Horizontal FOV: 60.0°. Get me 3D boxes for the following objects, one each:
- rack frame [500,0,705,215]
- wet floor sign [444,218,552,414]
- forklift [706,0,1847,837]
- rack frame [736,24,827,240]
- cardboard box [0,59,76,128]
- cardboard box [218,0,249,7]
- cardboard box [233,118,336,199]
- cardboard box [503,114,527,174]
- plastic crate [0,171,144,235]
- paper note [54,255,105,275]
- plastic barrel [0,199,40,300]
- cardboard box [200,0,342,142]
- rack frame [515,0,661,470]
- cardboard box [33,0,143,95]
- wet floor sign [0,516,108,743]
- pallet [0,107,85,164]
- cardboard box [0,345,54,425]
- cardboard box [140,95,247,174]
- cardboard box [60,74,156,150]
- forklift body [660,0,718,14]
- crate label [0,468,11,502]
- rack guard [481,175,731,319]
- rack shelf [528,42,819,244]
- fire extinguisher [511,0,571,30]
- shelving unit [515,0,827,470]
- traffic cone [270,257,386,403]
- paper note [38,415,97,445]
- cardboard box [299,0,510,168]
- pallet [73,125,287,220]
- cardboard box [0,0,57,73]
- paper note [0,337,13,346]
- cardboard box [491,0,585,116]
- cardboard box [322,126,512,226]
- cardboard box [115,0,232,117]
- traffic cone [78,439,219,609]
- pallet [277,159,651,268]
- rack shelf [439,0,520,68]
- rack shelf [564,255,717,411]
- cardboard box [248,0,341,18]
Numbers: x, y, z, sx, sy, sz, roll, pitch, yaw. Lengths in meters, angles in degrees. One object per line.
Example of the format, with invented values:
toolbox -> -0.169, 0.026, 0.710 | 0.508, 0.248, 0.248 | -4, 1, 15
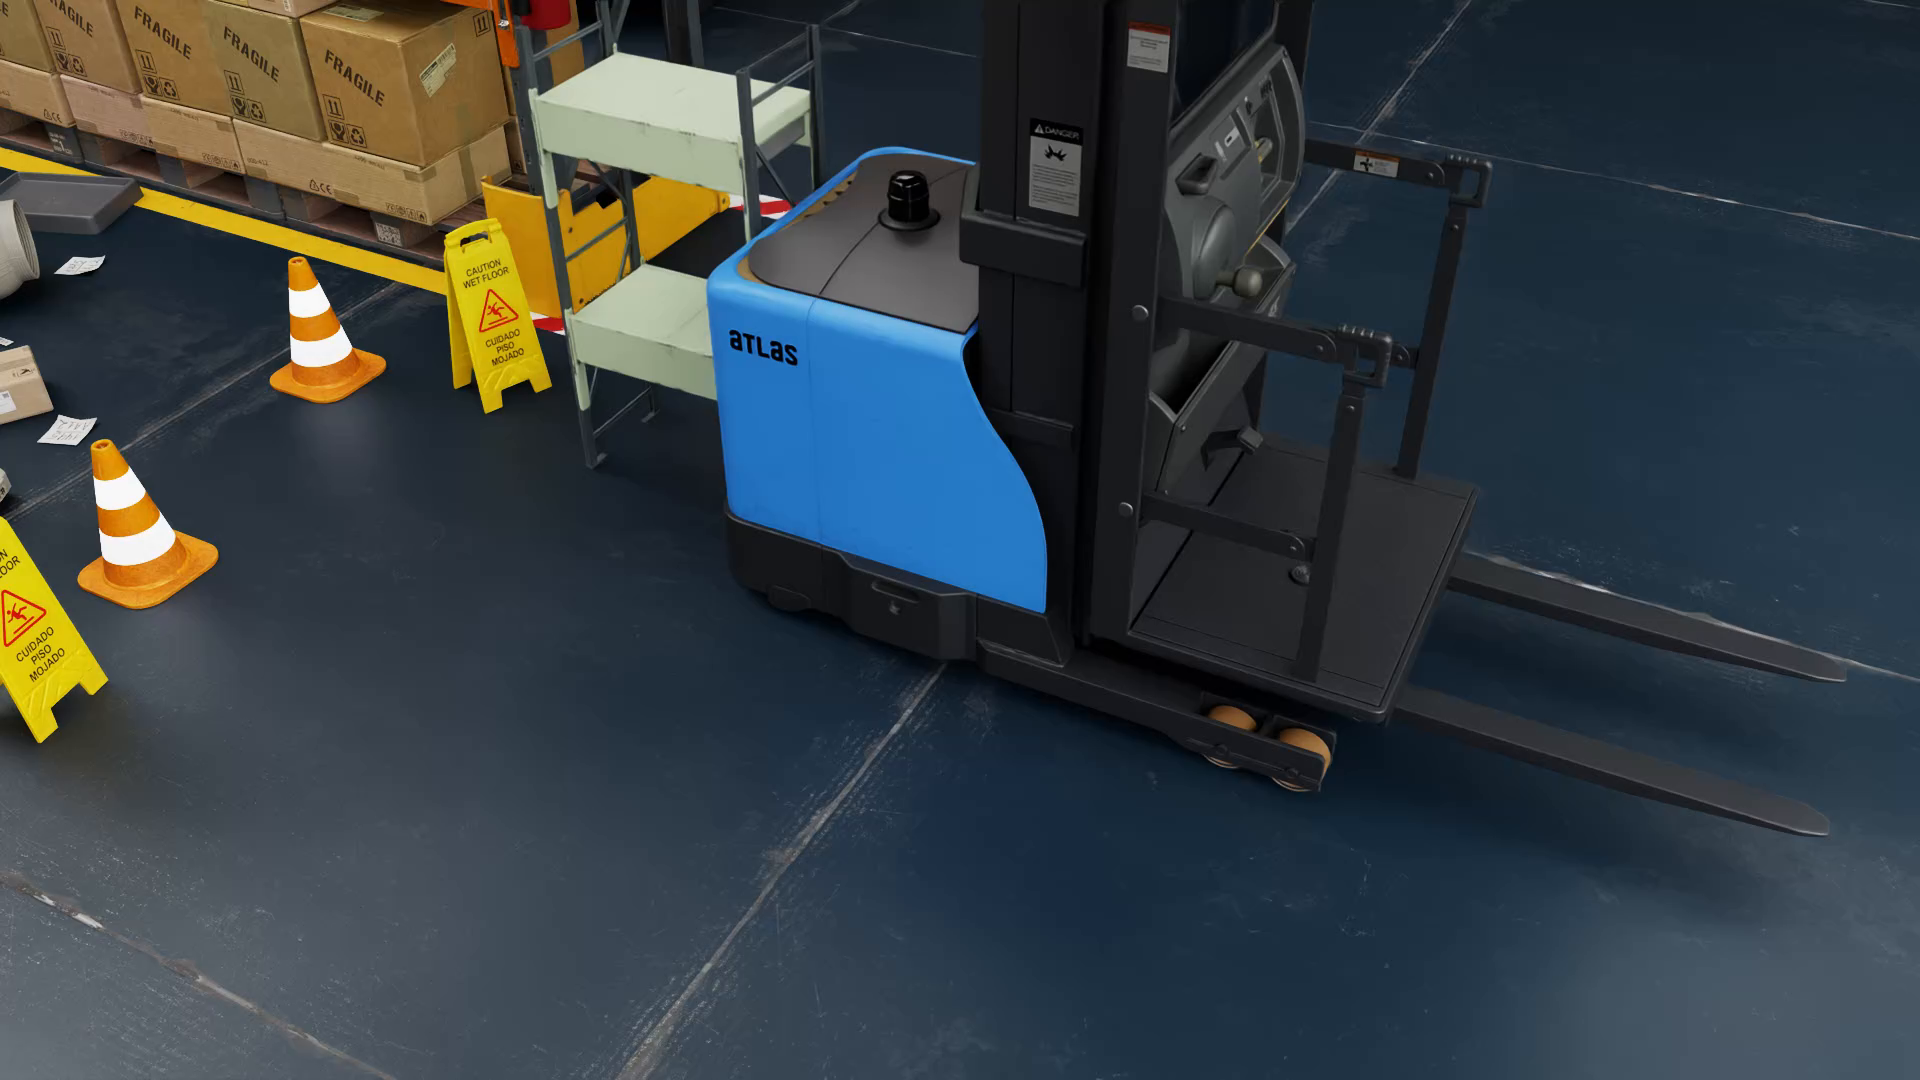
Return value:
rack frame -> -1.318, -2.369, 5.891 | 0.127, 3.000, 1.000 | 17, 41, 21
wet floor sign -> -1.641, -0.804, 5.776 | 0.267, 0.644, 0.232 | -29, 46, -33
forklift -> 0.858, -0.875, 3.978 | 3.031, 2.935, 1.130 | 17, 40, 21
rack frame -> -0.495, -0.746, 4.992 | 0.023, 1.500, 0.400 | 17, 40, 21
cardboard box -> -3.991, -2.102, 7.466 | 0.500, 0.250, 0.500 | 20, 41, 24
cardboard box -> -2.728, -2.219, 6.462 | 0.250, 0.149, 0.380 | 18, 41, 22
cardboard box -> -2.616, -1.670, 6.896 | 0.500, 0.250, 0.500 | 18, 41, 22
cardboard box -> -1.907, -1.814, 7.086 | 0.500, 0.250, 0.500 | 17, 40, 21
plastic crate -> -3.853, -1.442, 7.083 | 0.583, 0.080, 0.402 | 4, 37, 6
paper note -> -3.536, -1.109, 6.686 | 0.148, 0.019, 0.142 | 4, 37, 6
plastic barrel -> -3.848, -1.105, 6.355 | 0.512, 0.421, 0.421 | -14, 39, -18
cardboard box -> -2.614, -1.966, 6.666 | 0.500, 0.500, 0.500 | 19, 41, 23
rack frame -> -1.150, -0.943, 5.252 | 0.023, 1.500, 0.400 | 17, 40, 21
cardboard box -> -3.530, -2.256, 7.047 | 0.500, 0.500, 0.500 | 20, 41, 24
wet floor sign -> -2.568, 0.199, 4.454 | 0.232, 0.644, 0.267 | 11, 38, 14
pallet -> -4.257, -2.203, 7.978 | 1.213, 0.211, 1.003 | 17, 41, 21
cardboard box -> -3.410, -0.514, 5.804 | 0.380, 0.149, 0.250 | -21, 42, -25
cardboard box -> -3.083, -1.813, 7.084 | 0.500, 0.250, 0.500 | 16, 40, 20
cardboard box -> -3.519, -1.956, 7.273 | 0.500, 0.250, 0.500 | 17, 40, 21
forklift body -> -1.561, -4.245, 9.064 | 1.214, 2.155, 2.313 | 17, 41, 21
crate label -> -3.228, -0.151, 5.336 | 0.298, 0.136, 0.250 | -2, 37, -2
rack guard -> -1.385, -1.395, 6.674 | 0.348, 0.500, 1.175 | 17, 41, 21
rack shelf -> -0.823, -1.156, 4.886 | 0.720, 0.370, 0.431 | 17, 40, 21
fire extinguisher -> -1.428, -2.059, 5.546 | 0.183, 0.674, 0.296 | 17, 41, 21
shelving unit -> -0.823, -0.845, 5.122 | 0.755, 1.500, 0.431 | 17, 40, 21
traffic cone -> -2.293, -0.786, 5.903 | 0.334, 0.463, 0.336 | 17, 41, 21
paper note -> -3.073, -0.381, 5.727 | 0.142, 0.019, 0.148 | 4, 37, 6
cardboard box -> -2.149, -1.823, 6.477 | 0.500, 0.500, 0.500 | 18, 41, 22
pallet -> -3.170, -1.865, 7.532 | 1.213, 0.211, 1.003 | 17, 41, 21
cardboard box -> -3.989, -2.401, 7.239 | 0.500, 0.500, 0.500 | 19, 41, 23
paper note -> -3.600, -0.749, 6.229 | 0.123, 0.001, 0.032 | 17, 41, 21
cardboard box -> -1.928, -2.119, 6.868 | 0.500, 0.500, 0.500 | 16, 40, 20
cardboard box -> -2.181, -1.529, 6.710 | 0.500, 0.250, 0.500 | 17, 40, 21
cardboard box -> -3.059, -2.110, 6.856 | 0.500, 0.500, 0.500 | 16, 40, 20
traffic cone -> -2.502, -0.096, 4.993 | 0.334, 0.463, 0.336 | 17, 41, 21
pallet -> -2.091, -1.525, 7.084 | 1.213, 0.211, 1.003 | 17, 41, 21
rack shelf -> -3.094, -2.639, 6.841 | 4.000, 0.370, 1.077 | 17, 41, 21
rack shelf -> -0.823, -0.585, 5.319 | 0.720, 0.370, 0.431 | 17, 40, 21
cardboard box -> -2.506, -2.147, 6.368 | 0.250, 0.149, 0.380 | 19, 41, 23
